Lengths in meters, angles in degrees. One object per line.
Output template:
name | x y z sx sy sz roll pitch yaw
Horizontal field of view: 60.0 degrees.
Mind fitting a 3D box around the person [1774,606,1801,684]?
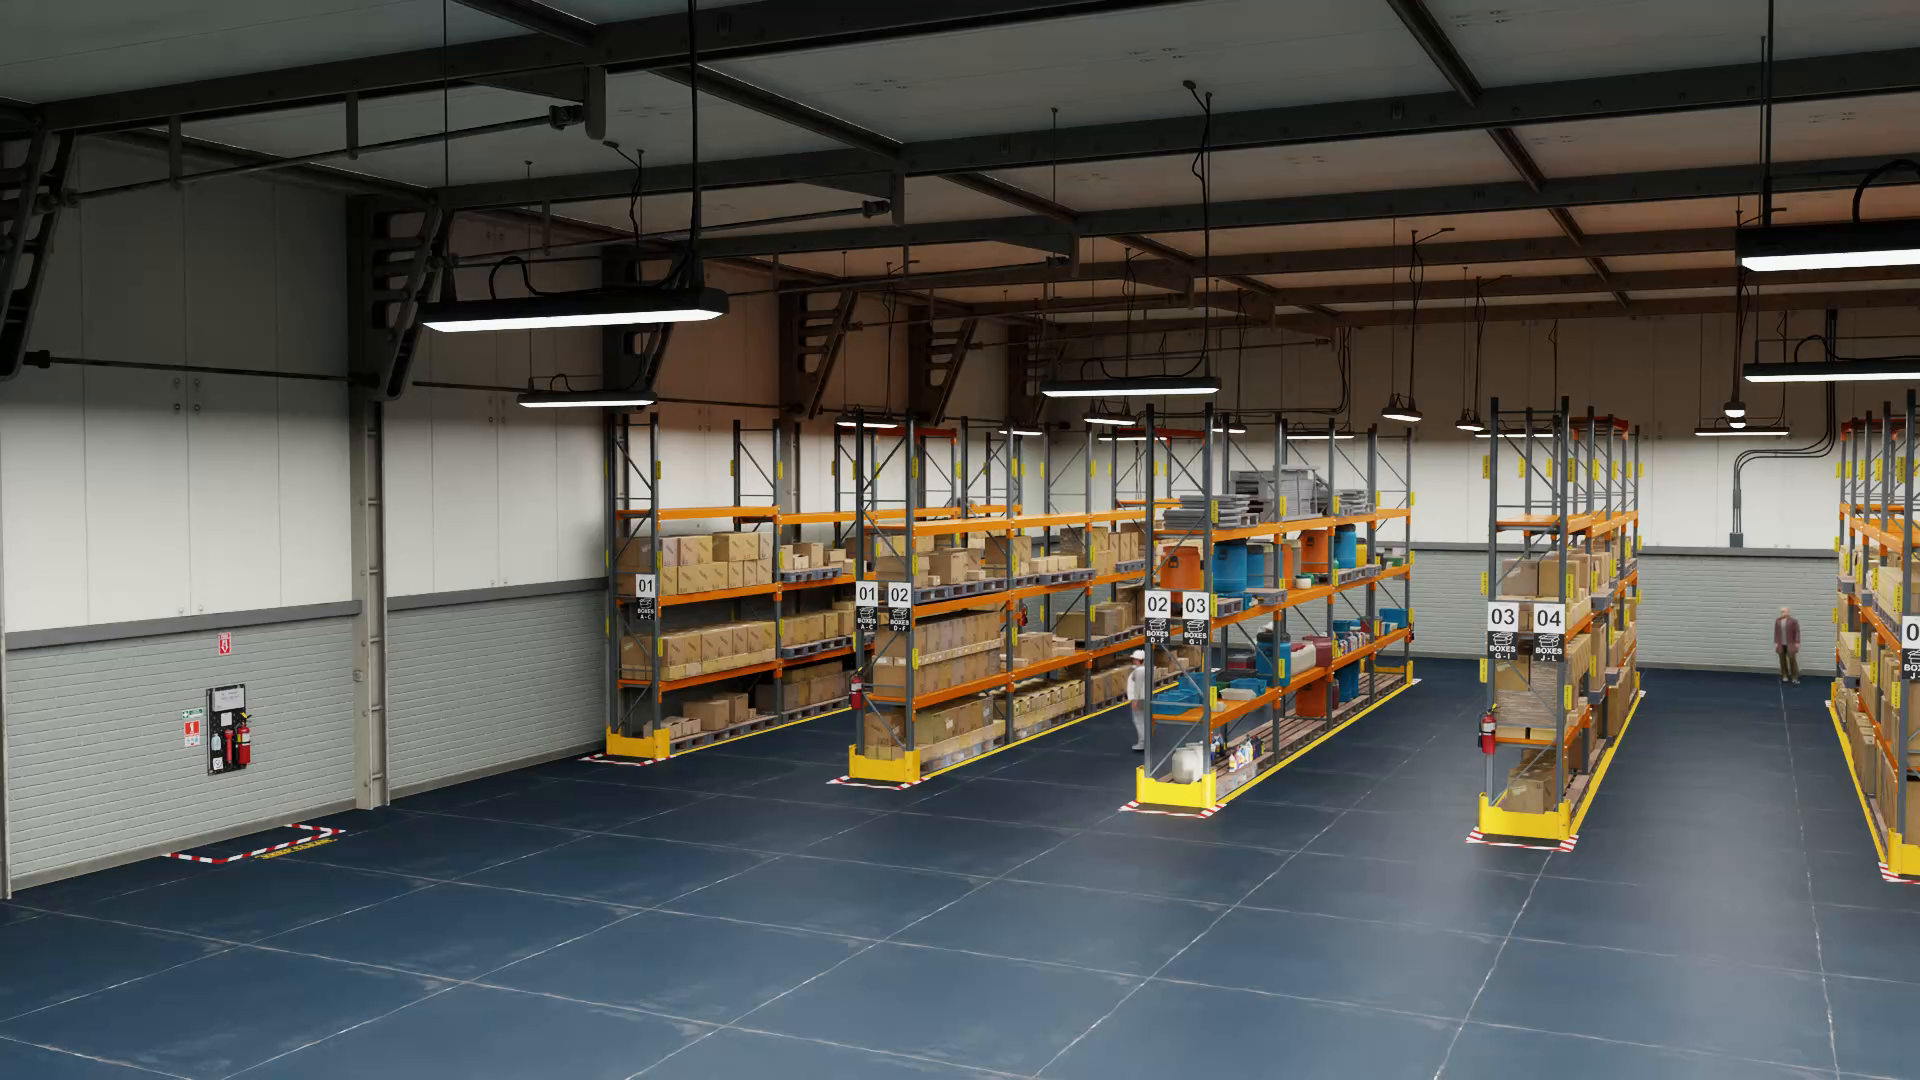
person | 19.547 2.484 39.305 0.444 1.821 0.655 -2 3 -41

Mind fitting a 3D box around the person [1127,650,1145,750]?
person | 3.193 2.873 29.765 0.394 1.809 0.626 0 2 9

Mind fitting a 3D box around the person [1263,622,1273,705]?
person | 6.572 2.648 35.352 0.622 1.818 0.482 0 2 -11
